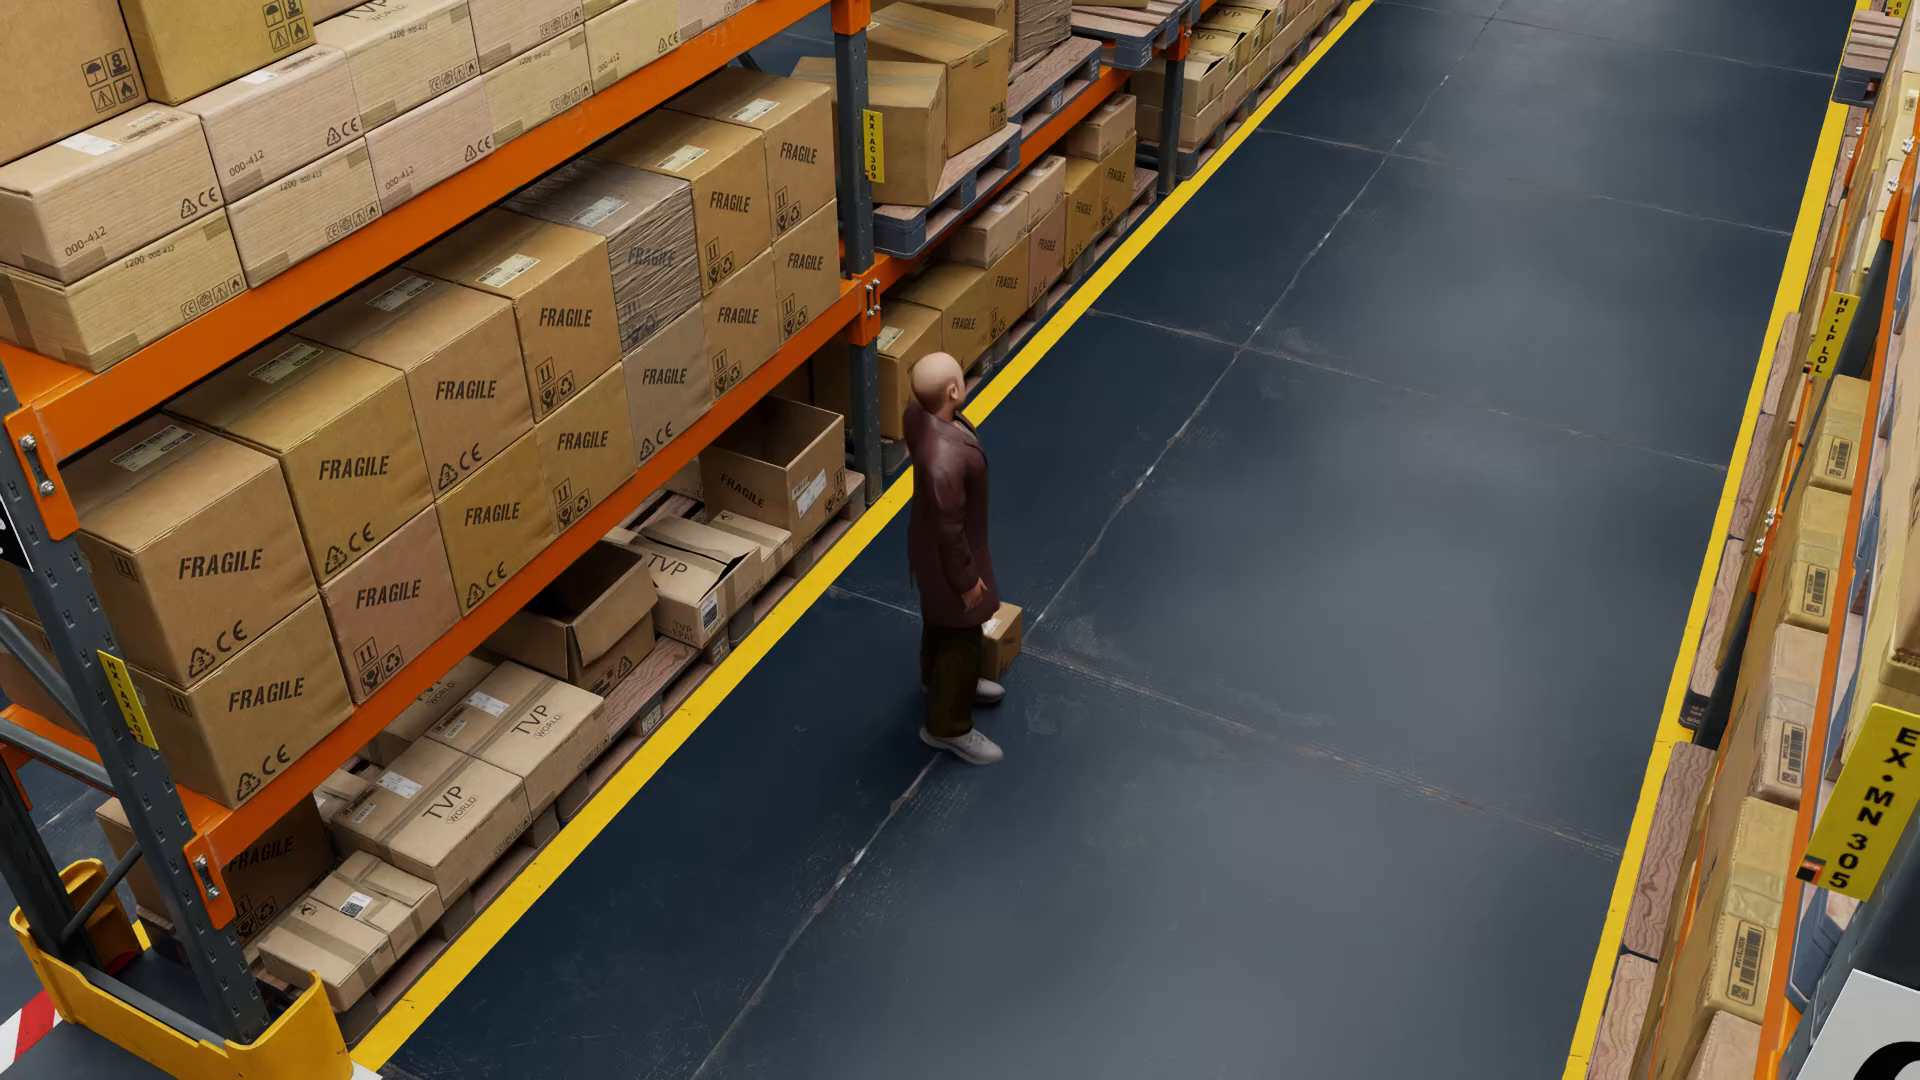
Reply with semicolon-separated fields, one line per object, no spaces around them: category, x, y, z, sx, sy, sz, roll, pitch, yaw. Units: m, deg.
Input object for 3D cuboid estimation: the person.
person;0.000;0.052;6.700;0.415;1.819;0.646;-6;38;-8
